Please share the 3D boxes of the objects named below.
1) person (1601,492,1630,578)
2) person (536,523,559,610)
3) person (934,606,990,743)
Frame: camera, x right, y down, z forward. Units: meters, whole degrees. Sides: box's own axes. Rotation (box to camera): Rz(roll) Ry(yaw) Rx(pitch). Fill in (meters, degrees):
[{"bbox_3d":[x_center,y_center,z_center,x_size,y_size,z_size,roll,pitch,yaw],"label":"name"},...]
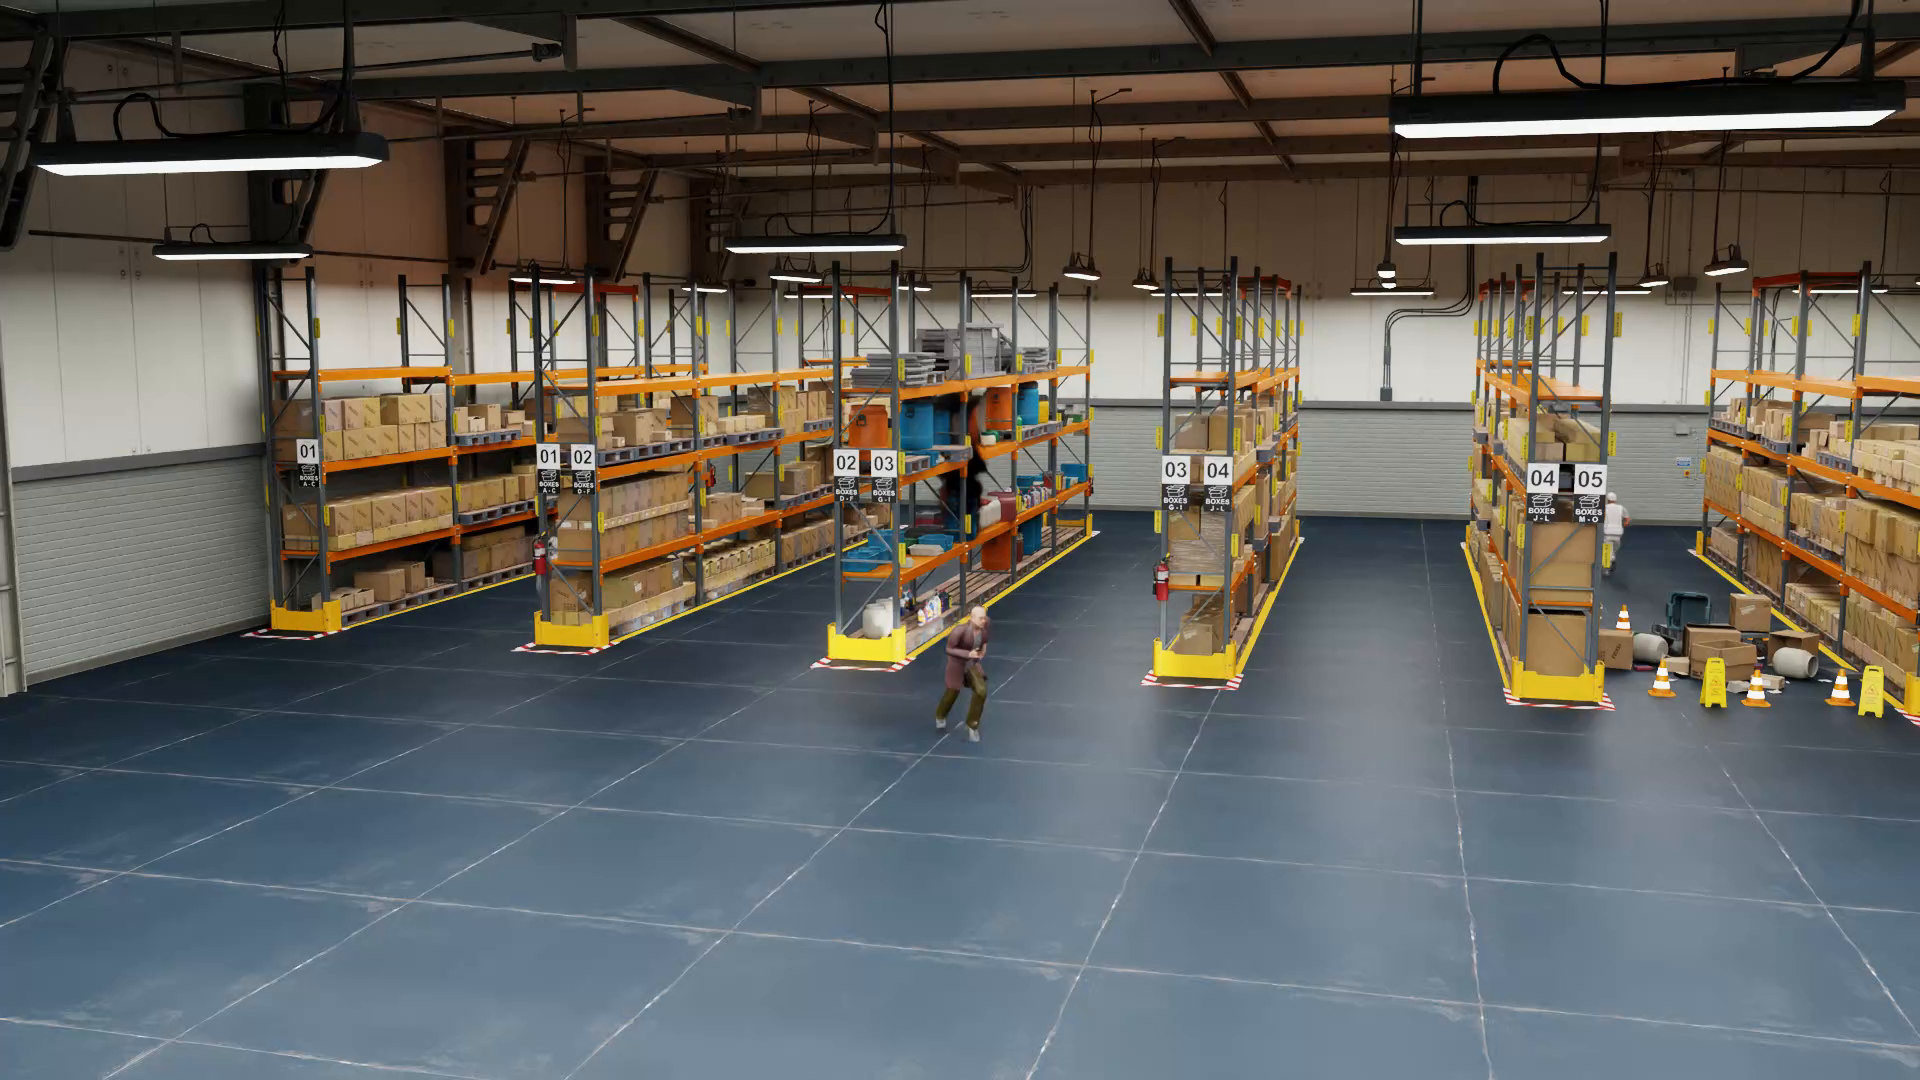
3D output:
[{"bbox_3d":[13.088,-0.070,33.345,0.645,1.732,0.826,2,7,12],"label":"person"},{"bbox_3d":[-7.185,0.515,29.045,0.546,1.734,0.833,1,7,5],"label":"person"},{"bbox_3d":[0.034,1.622,20.422,0.752,1.731,1.072,-5,9,-35],"label":"person"}]
